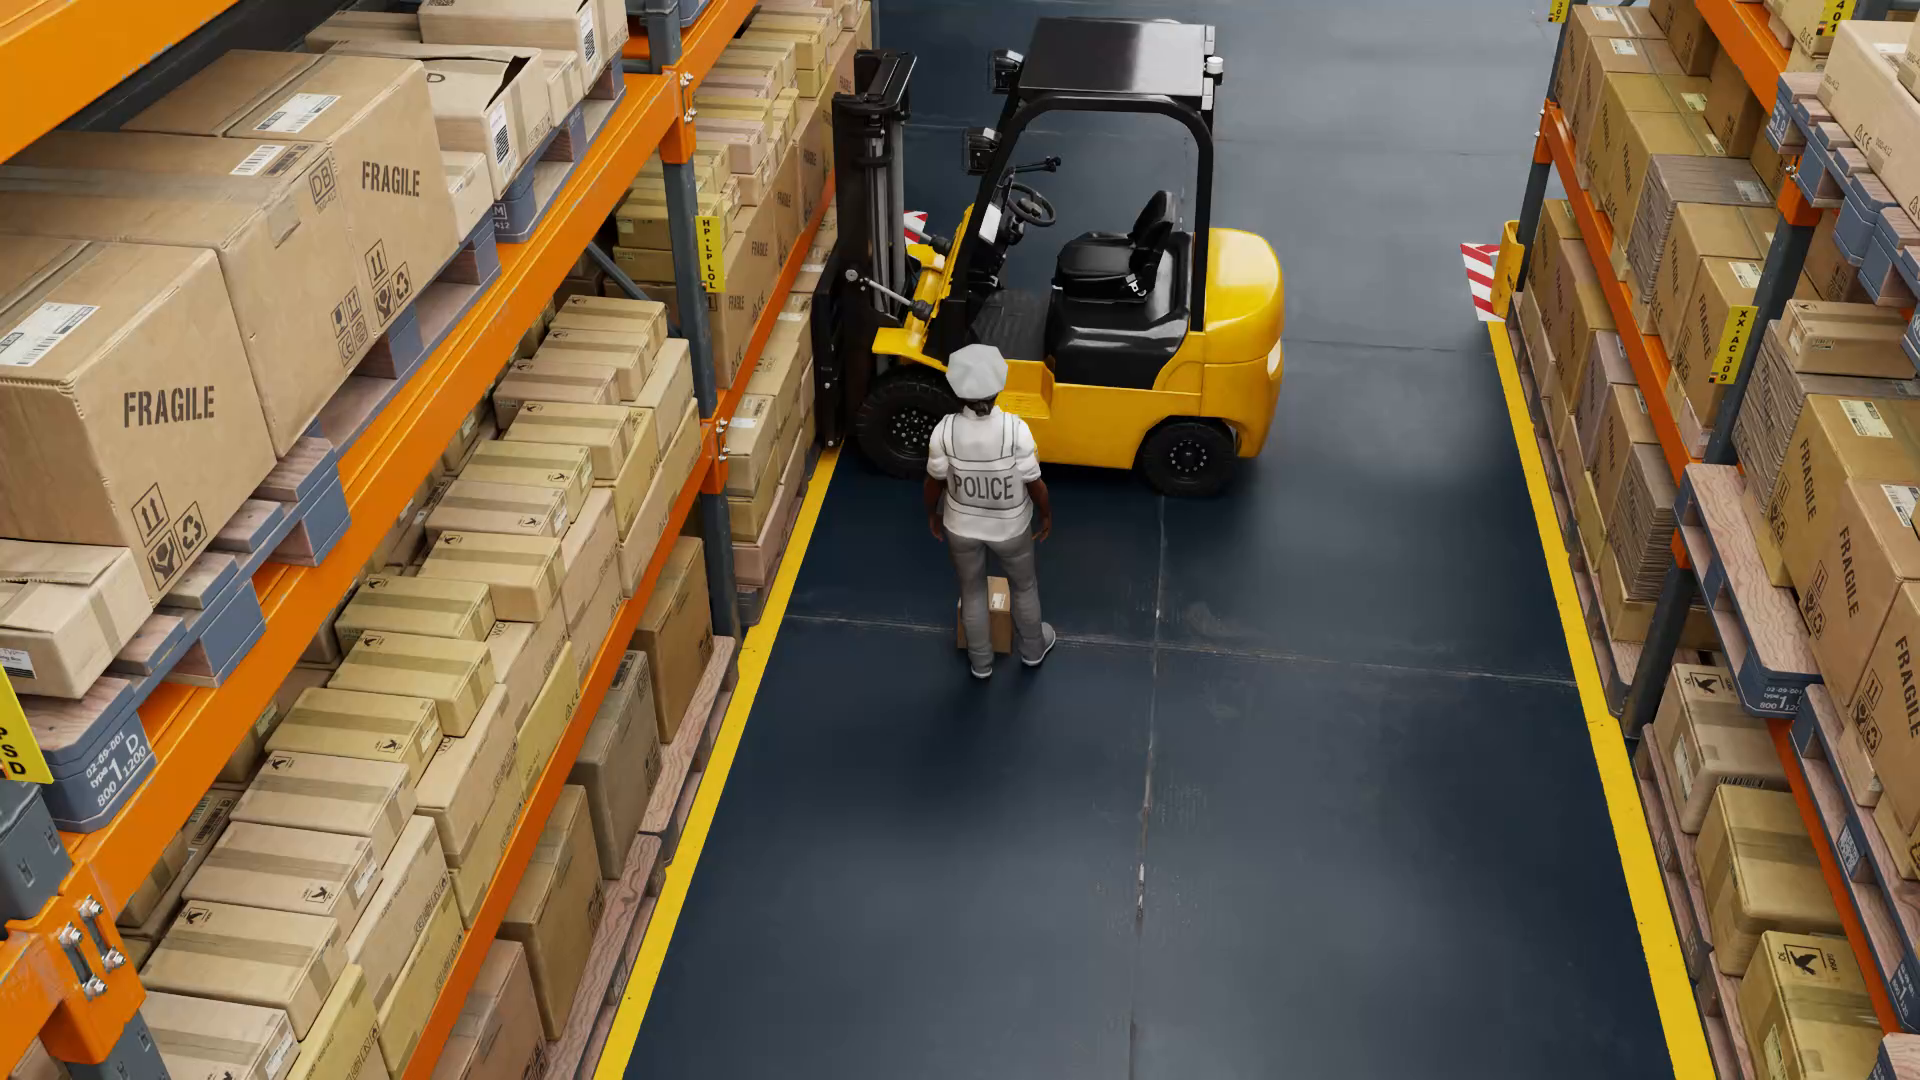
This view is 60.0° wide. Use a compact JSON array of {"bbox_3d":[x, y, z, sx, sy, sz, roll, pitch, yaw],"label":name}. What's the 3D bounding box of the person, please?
[{"bbox_3d":[0.140,-0.122,7.162,0.569,1.694,0.528,4,37,6],"label":"person"}]
